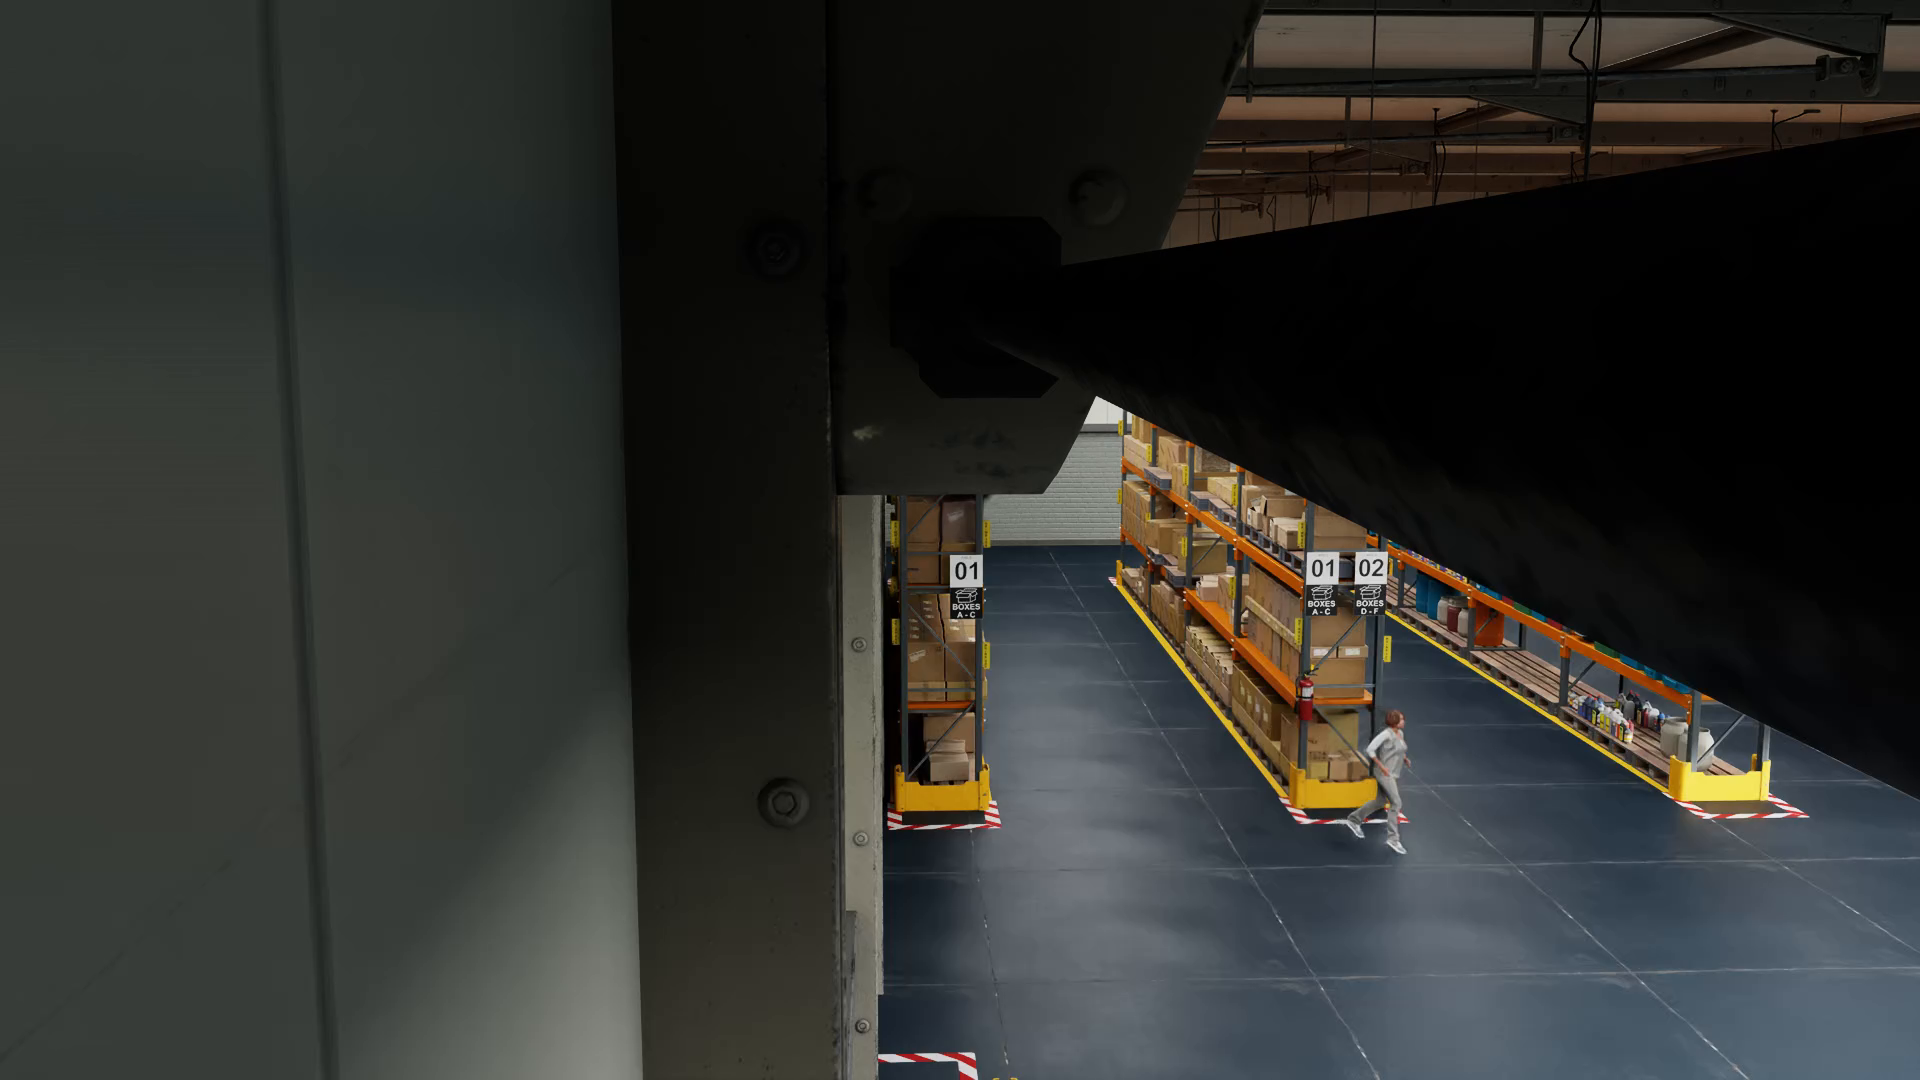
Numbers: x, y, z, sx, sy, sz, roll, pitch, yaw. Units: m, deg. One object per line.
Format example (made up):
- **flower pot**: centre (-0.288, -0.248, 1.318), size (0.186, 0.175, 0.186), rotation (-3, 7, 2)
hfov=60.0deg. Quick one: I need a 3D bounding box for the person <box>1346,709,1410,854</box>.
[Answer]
- **person**: centre (4.867, 2.731, 19.192), size (0.750, 1.625, 0.542), rotation (5, 10, 30)
